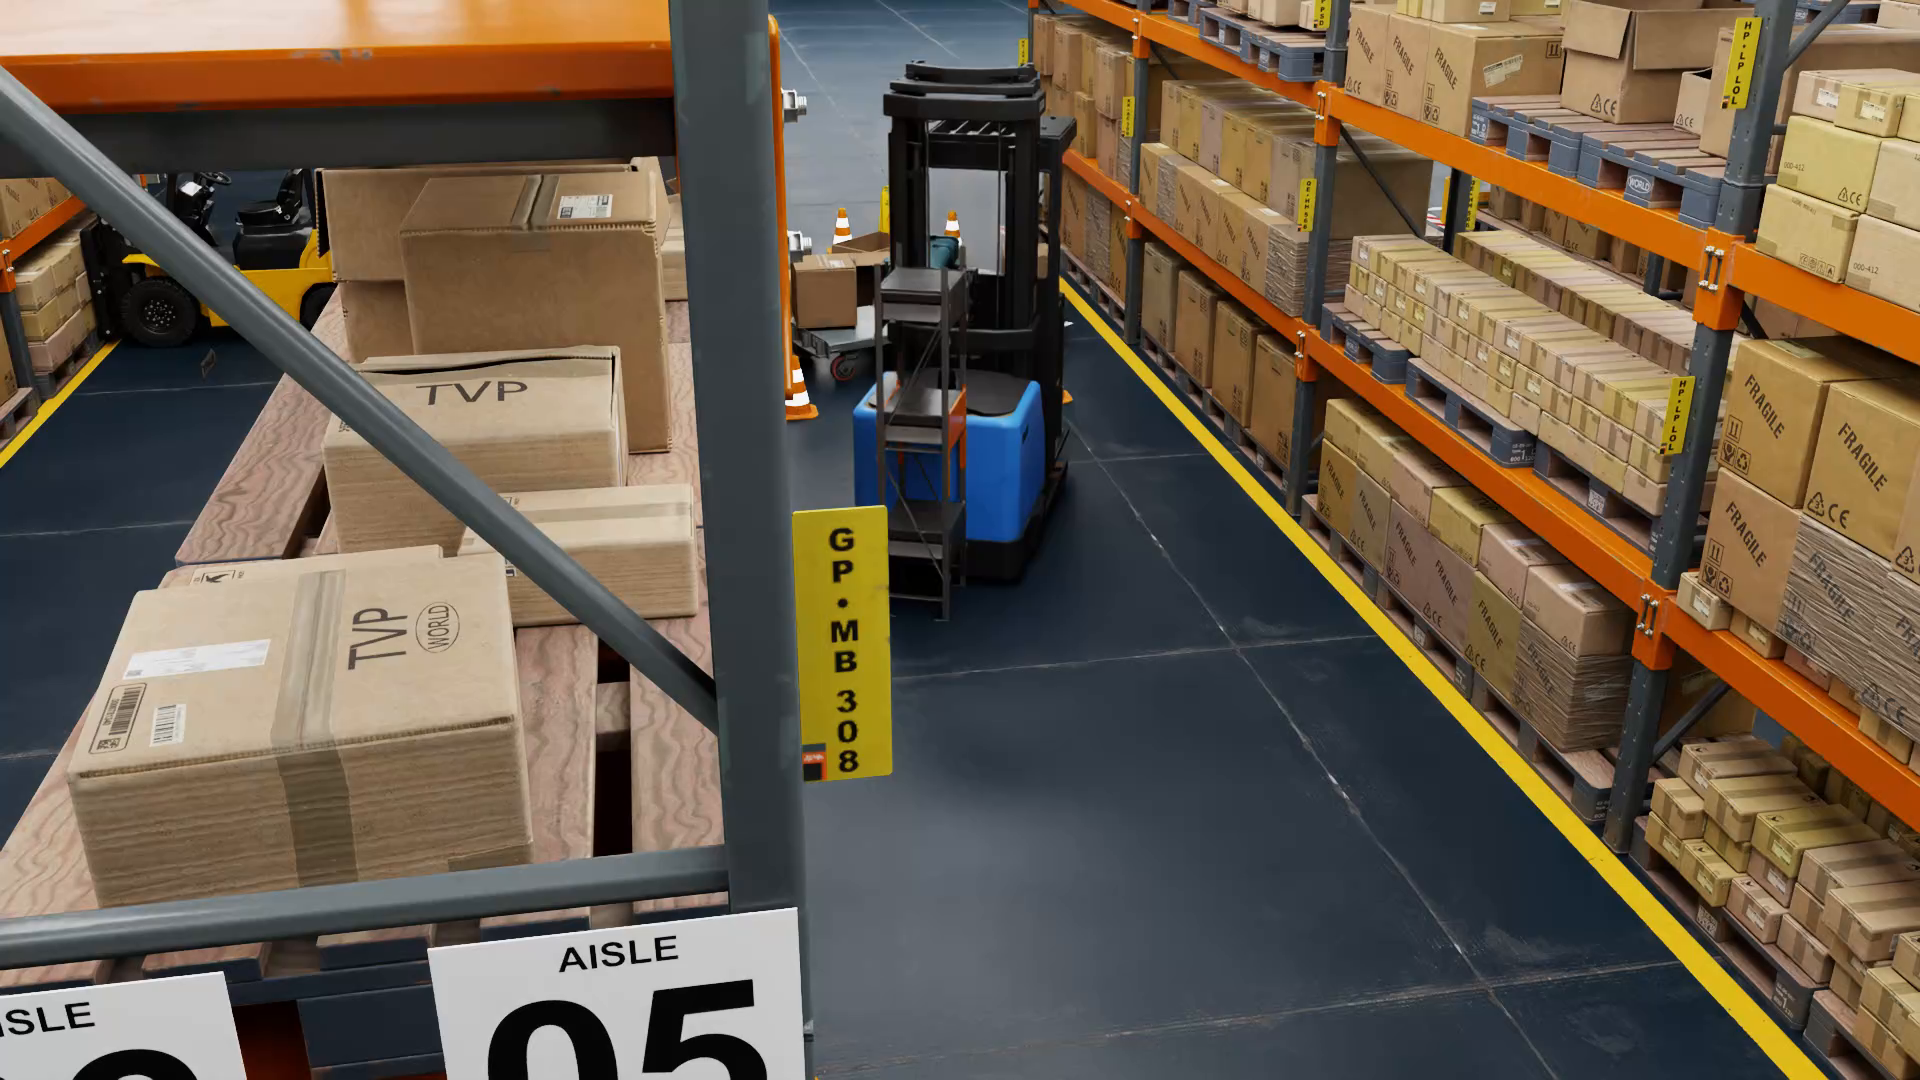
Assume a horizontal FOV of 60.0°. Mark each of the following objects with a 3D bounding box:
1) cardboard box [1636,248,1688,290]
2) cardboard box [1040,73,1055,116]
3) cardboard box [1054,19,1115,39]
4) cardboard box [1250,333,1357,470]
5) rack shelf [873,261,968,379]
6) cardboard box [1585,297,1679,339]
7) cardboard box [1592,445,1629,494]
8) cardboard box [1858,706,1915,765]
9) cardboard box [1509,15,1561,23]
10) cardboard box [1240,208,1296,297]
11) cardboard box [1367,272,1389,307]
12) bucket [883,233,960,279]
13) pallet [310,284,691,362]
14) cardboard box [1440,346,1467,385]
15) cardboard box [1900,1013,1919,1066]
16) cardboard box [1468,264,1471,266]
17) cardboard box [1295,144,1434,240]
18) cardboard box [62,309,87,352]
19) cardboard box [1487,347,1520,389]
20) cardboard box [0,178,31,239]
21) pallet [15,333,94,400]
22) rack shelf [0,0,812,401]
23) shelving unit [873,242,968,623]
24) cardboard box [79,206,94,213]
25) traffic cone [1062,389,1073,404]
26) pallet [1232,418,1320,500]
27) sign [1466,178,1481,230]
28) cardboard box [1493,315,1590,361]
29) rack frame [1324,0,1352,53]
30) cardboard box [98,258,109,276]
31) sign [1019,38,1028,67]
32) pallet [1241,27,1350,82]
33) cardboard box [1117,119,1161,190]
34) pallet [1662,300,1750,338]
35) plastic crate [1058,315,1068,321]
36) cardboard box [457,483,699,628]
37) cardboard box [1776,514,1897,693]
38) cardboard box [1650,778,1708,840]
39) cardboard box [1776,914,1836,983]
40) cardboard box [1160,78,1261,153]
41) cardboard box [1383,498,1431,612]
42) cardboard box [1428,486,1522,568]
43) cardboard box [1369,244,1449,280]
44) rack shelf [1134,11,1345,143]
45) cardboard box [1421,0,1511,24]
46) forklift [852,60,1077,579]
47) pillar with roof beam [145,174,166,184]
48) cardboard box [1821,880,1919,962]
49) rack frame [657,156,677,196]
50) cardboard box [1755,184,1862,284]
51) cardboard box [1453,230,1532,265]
[{"bbox_3d":[6.814,-2.694,15.768,0.500,0.500,0.500,-5,24,-11],"label":"cardboard box"},{"bbox_3d":[1.329,-4.658,17.481,0.875,0.550,0.550,-4,24,-10],"label":"cardboard box"},{"bbox_3d":[1.438,-4.938,16.771,0.875,0.550,0.550,-4,24,-10],"label":"cardboard box"},{"bbox_3d":[2.671,-0.993,11.563,1.050,0.750,0.750,-5,24,-10],"label":"cardboard box"},{"bbox_3d":[-0.213,-1.223,9.212,0.431,0.518,0.480,5,24,11],"label":"rack shelf"},{"bbox_3d":[3.520,-1.166,8.717,0.380,0.149,0.250,-4,24,-8],"label":"cardboard box"},{"bbox_3d":[3.118,-0.333,7.555,0.380,0.149,0.250,-4,24,-9],"label":"cardboard box"},{"bbox_3d":[3.414,0.647,5.835,0.380,0.149,0.250,-4,24,-9],"label":"cardboard box"},{"bbox_3d":[3.155,-2.605,9.093,0.500,0.500,0.500,-4,24,-10],"label":"cardboard box"},{"bbox_3d":[2.257,-1.985,11.422,0.500,0.500,0.500,-4,24,-10],"label":"cardboard box"},{"bbox_3d":[2.639,-1.488,9.826,0.380,0.149,0.250,-3,24,-7],"label":"cardboard box"},{"bbox_3d":[-0.336,-2.238,14.318,0.726,0.611,0.620,4,34,9],"label":"bucket"},{"bbox_3d":[-1.271,-0.618,4.779,1.003,0.211,1.213,-4,24,-10],"label":"pallet"},{"bbox_3d":[2.826,-0.951,8.968,0.380,0.149,0.250,-4,24,-9],"label":"cardboard box"},{"bbox_3d":[3.482,1.737,5.691,0.380,0.149,0.250,-4,24,-9],"label":"cardboard box"},{"bbox_3d":[3.234,-1.639,10.172,0.380,0.149,0.250,-4,24,-9],"label":"cardboard box"},{"bbox_3d":[2.622,-2.267,10.819,0.700,0.500,0.500,-4,24,-10],"label":"cardboard box"},{"bbox_3d":[-7.641,-1.730,13.874,0.500,0.250,0.500,-5,24,-11],"label":"cardboard box"},{"bbox_3d":[2.919,-0.886,8.449,0.380,0.149,0.250,-4,24,-10],"label":"cardboard box"},{"bbox_3d":[-7.594,-2.624,12.885,0.500,0.500,0.500,-5,24,-11],"label":"cardboard box"},{"bbox_3d":[-7.874,-1.422,13.742,1.003,0.211,1.213,-4,24,-10],"label":"pallet"},{"bbox_3d":[-1.042,-1.056,3.323,1.077,0.370,4.000,-4,24,-10],"label":"rack shelf"},{"bbox_3d":[-0.213,-0.594,9.486,0.431,2.100,0.503,5,24,11],"label":"shelving unit"},{"bbox_3d":[-8.016,-2.990,15.509,0.500,0.250,0.500,-4,24,-9],"label":"cardboard box"},{"bbox_3d":[0.719,-1.357,13.279,0.336,0.463,0.334,-4,24,-10],"label":"traffic cone"},{"bbox_3d":[2.623,-0.623,11.914,1.003,0.211,1.213,-4,24,-10],"label":"pallet"},{"bbox_3d":[3.226,-2.124,10.517,0.100,0.325,0.005,-4,24,-10],"label":"sign"},{"bbox_3d":[2.928,-1.018,8.380,0.380,0.149,0.250,-5,24,-12],"label":"cardboard box"},{"bbox_3d":[2.695,-4.335,9.432,1.000,3.000,0.127,-4,24,-10],"label":"rack frame"},{"bbox_3d":[-7.823,-2.354,14.678,0.500,0.250,0.500,-4,24,-10],"label":"cardboard box"},{"bbox_3d":[0.669,-5.127,17.560,0.100,0.325,0.005,-4,24,-10],"label":"sign"},{"bbox_3d":[2.524,-3.123,10.641,1.213,0.211,1.003,-3,24,-7],"label":"pallet"},{"bbox_3d":[1.875,-3.372,14.535,0.875,0.550,0.550,-4,24,-10],"label":"cardboard box"},{"bbox_3d":[6.994,-1.902,14.842,1.003,0.211,1.213,-4,24,-10],"label":"pallet"},{"bbox_3d":[0.635,-1.868,14.721,0.450,0.188,0.662,17,27,13],"label":"plastic crate"},{"bbox_3d":[-0.647,0.024,2.863,0.380,0.149,0.250,-3,24,-8],"label":"cardboard box"},{"bbox_3d":[3.377,0.213,6.018,0.500,0.500,0.500,-4,24,-10],"label":"cardboard box"},{"bbox_3d":[3.187,1.132,7.077,0.380,0.149,0.250,-3,24,-7],"label":"cardboard box"},{"bbox_3d":[3.428,1.563,6.460,0.380,0.149,0.250,-5,24,-11],"label":"cardboard box"},{"bbox_3d":[2.053,-3.468,13.569,0.700,0.500,0.500,-5,24,-11],"label":"cardboard box"},{"bbox_3d":[2.771,0.064,9.455,0.500,0.500,0.500,-5,24,-11],"label":"cardboard box"},{"bbox_3d":[2.855,-0.087,8.863,0.500,0.250,0.500,-5,24,-12],"label":"cardboard box"},{"bbox_3d":[2.642,-1.634,9.789,0.380,0.149,0.250,-5,24,-11],"label":"cardboard box"},{"bbox_3d":[2.325,-3.417,11.978,1.077,0.370,4.000,-4,24,-10],"label":"rack shelf"},{"bbox_3d":[2.680,-2.877,8.761,0.396,0.266,0.258,-4,24,-10],"label":"cardboard box"},{"bbox_3d":[0.144,-1.670,10.912,1.130,2.935,3.031,5,24,11],"label":"forklift"},{"bbox_3d":[-6.144,-9.045,20.216,9.100,9.000,0.400,-4,24,-10],"label":"pillar with roof beam"},{"bbox_3d":[3.420,1.396,6.101,0.380,0.149,0.250,-4,24,-9],"label":"cardboard box"},{"bbox_3d":[-1.412,-2.355,4.900,1.000,3.000,0.127,-4,24,-10],"label":"rack frame"},{"bbox_3d":[3.261,-1.117,5.998,0.500,0.250,0.500,-3,24,-7],"label":"cardboard box"},{"bbox_3d":[3.236,-1.777,10.116,0.380,0.149,0.250,-5,24,-12],"label":"cardboard box"}]
